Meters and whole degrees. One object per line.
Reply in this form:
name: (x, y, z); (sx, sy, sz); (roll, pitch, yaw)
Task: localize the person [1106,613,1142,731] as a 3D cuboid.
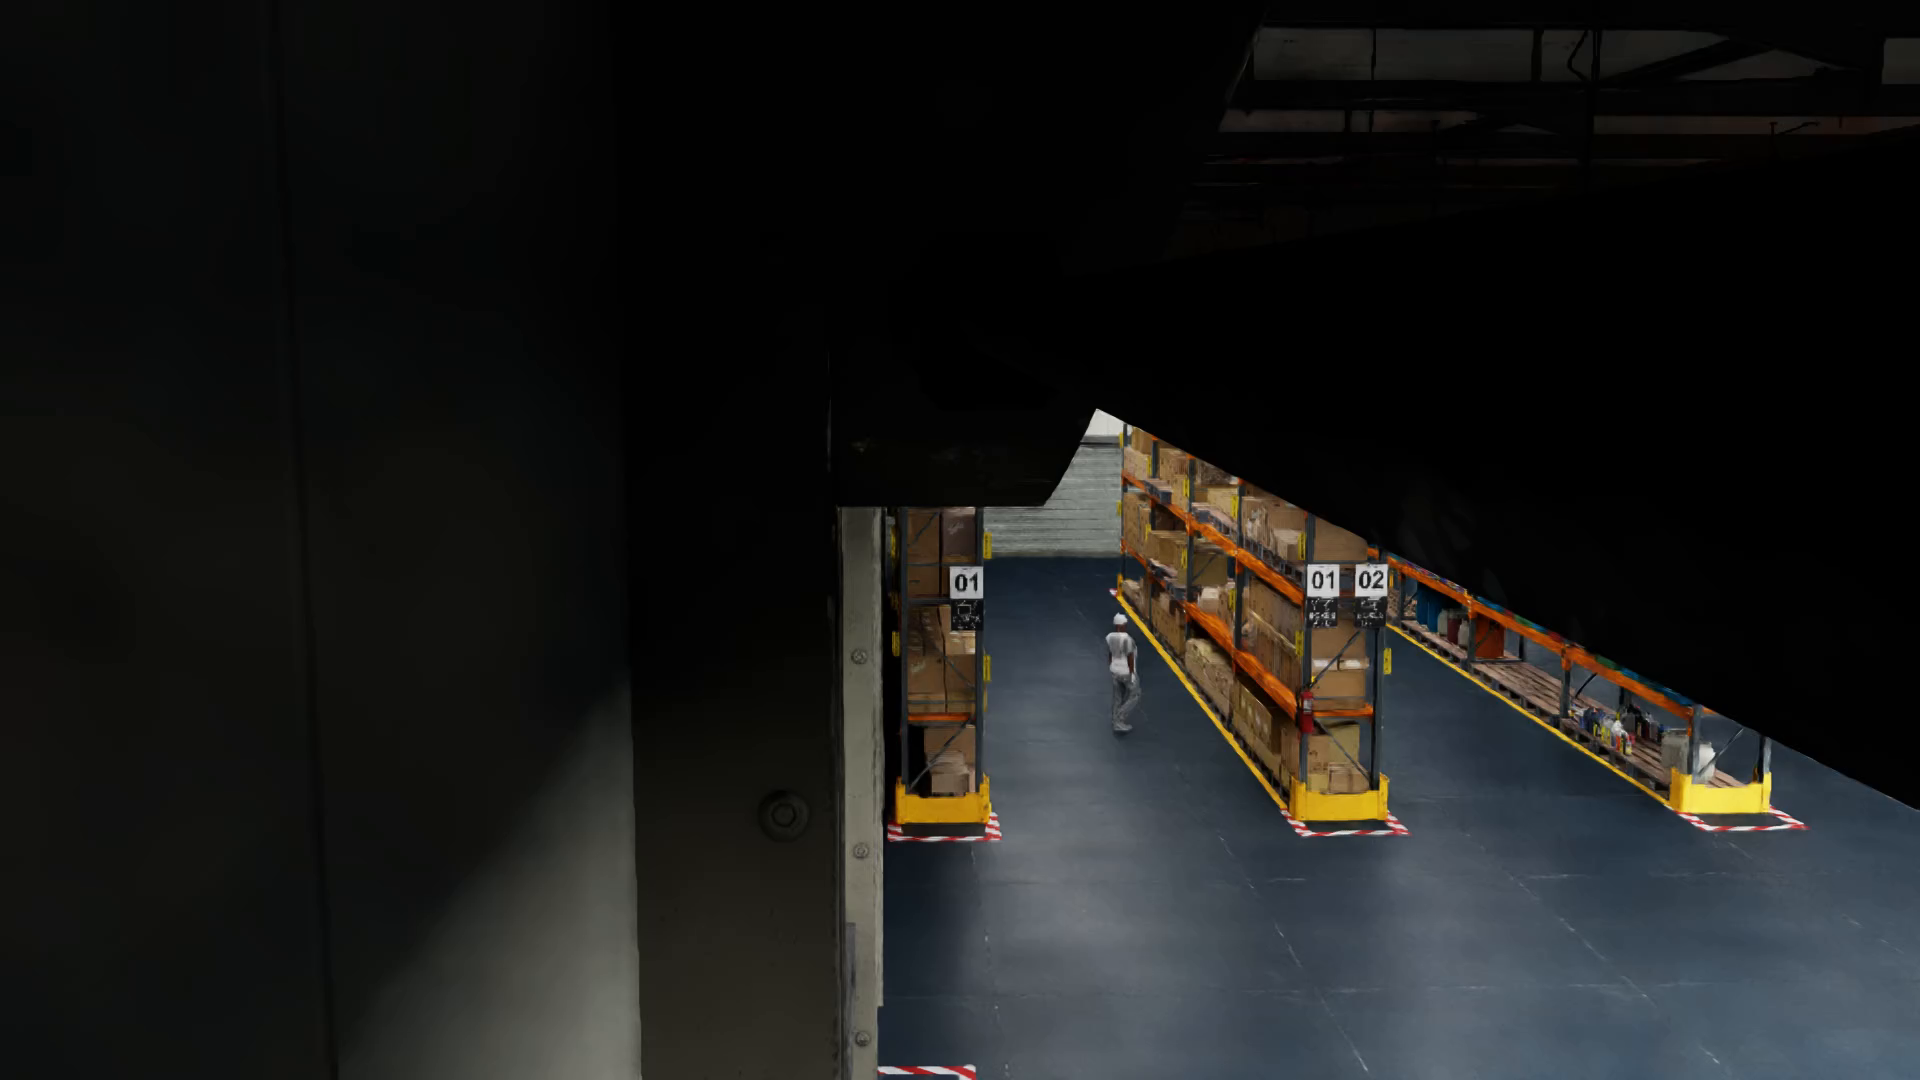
person: (2.415, 1.980, 24.771); (0.447, 1.772, 0.594); (-5, 10, -32)
